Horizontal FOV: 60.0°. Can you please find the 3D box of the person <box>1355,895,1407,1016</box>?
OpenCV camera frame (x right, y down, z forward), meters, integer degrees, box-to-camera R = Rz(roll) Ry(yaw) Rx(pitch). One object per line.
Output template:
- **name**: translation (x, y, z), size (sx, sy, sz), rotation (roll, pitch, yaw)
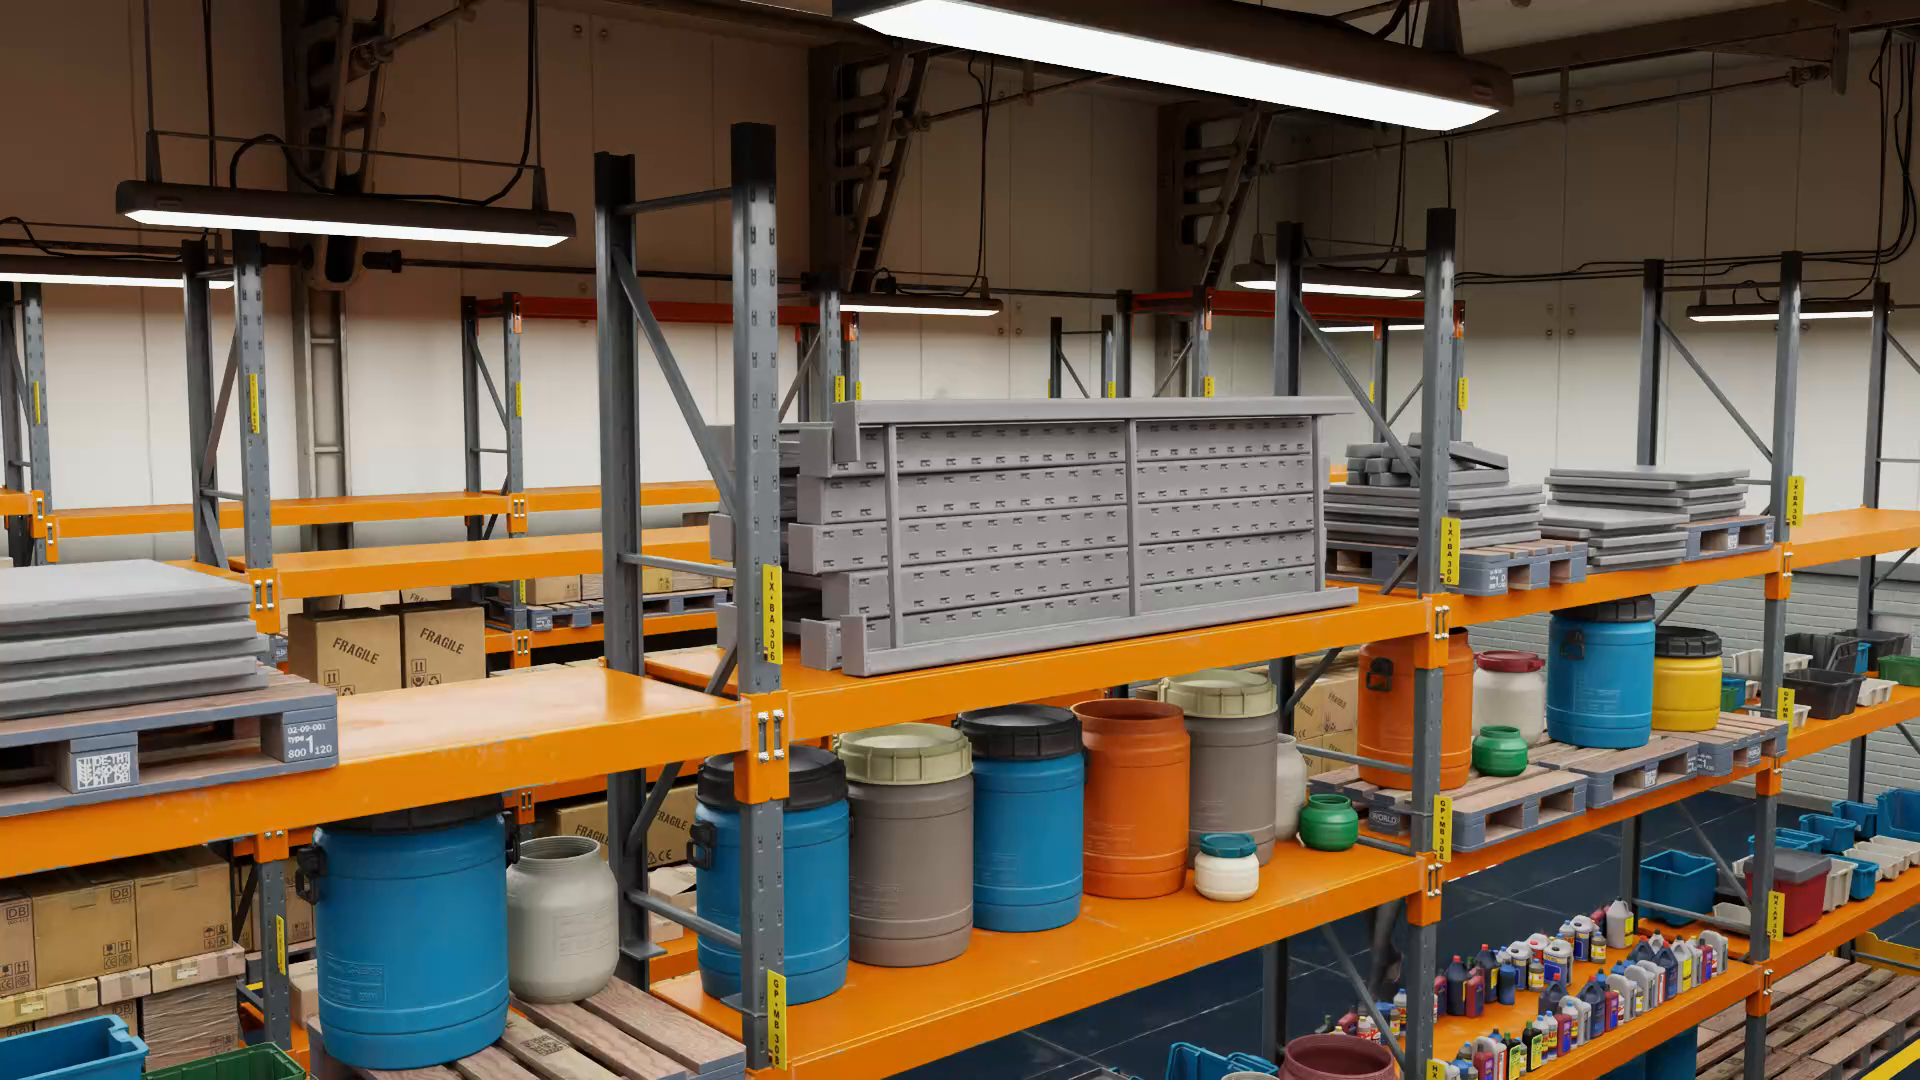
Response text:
- **person**: translation (3.509, 3.020, 13.867), size (0.572, 1.659, 0.934), rotation (5, 7, 41)
